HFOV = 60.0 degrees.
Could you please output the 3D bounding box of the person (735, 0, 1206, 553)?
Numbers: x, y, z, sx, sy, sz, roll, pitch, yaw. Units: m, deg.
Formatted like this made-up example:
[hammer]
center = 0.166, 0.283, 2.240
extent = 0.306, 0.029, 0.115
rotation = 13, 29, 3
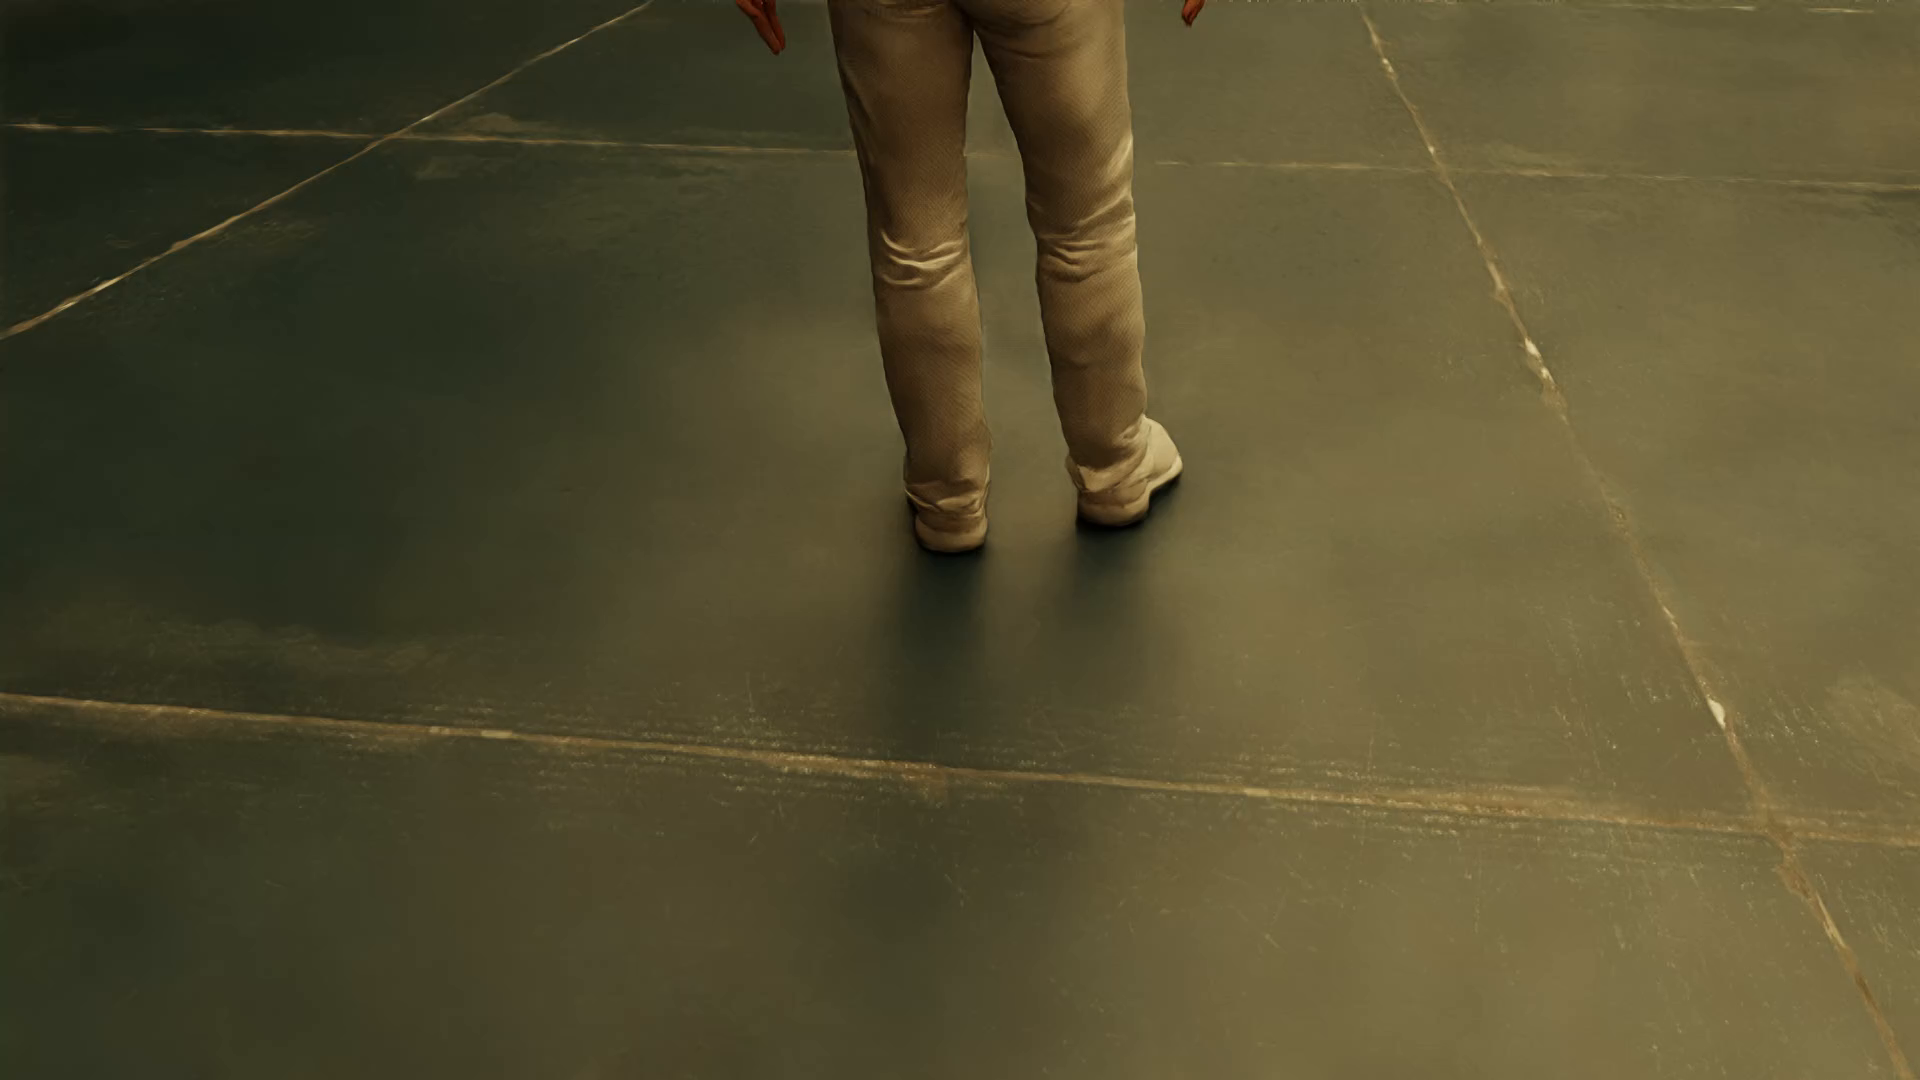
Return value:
[person]
center = 0.014, -0.827, 2.164
extent = 0.665, 1.766, 0.576
rotation = 3, 27, 7
